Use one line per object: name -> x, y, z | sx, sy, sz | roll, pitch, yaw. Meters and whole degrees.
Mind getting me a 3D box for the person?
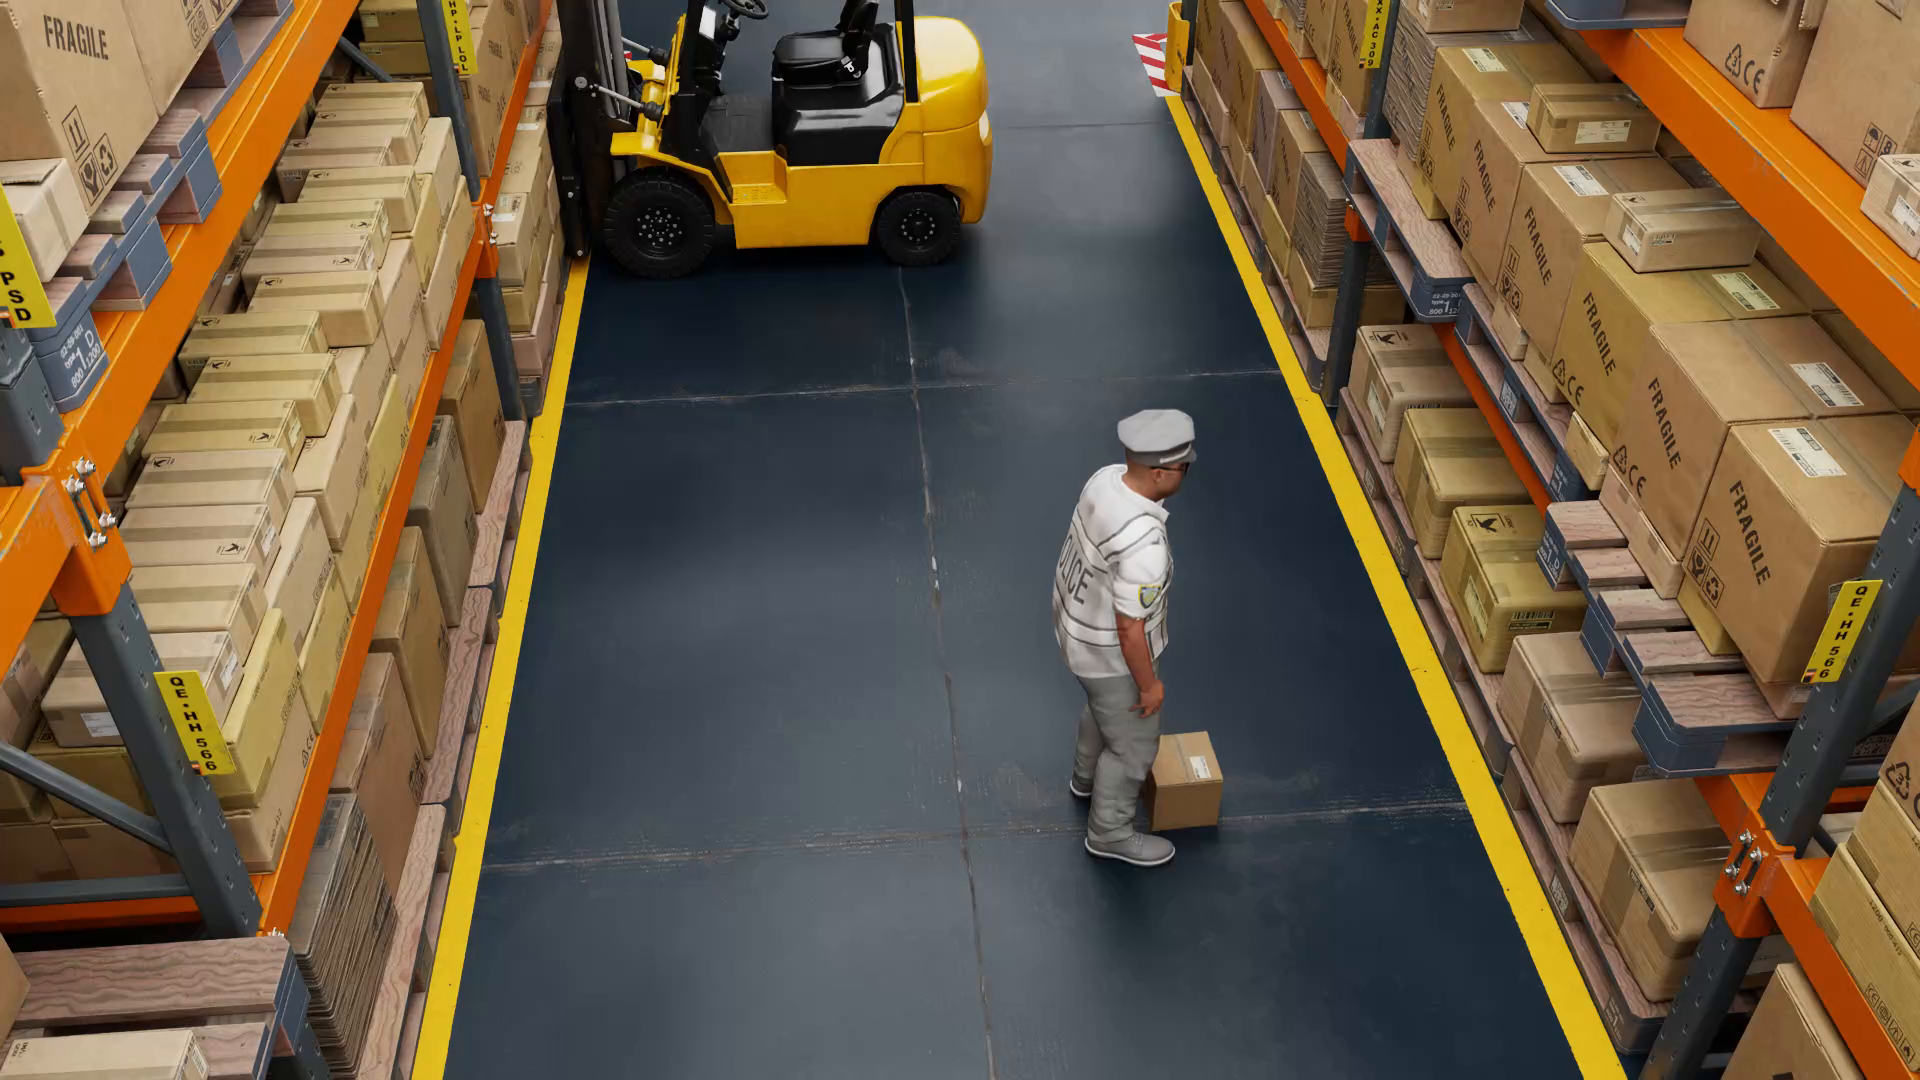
person -> 0.545, 0.340, 5.727 | 0.437, 1.747, 0.602 | -5, 39, -7
